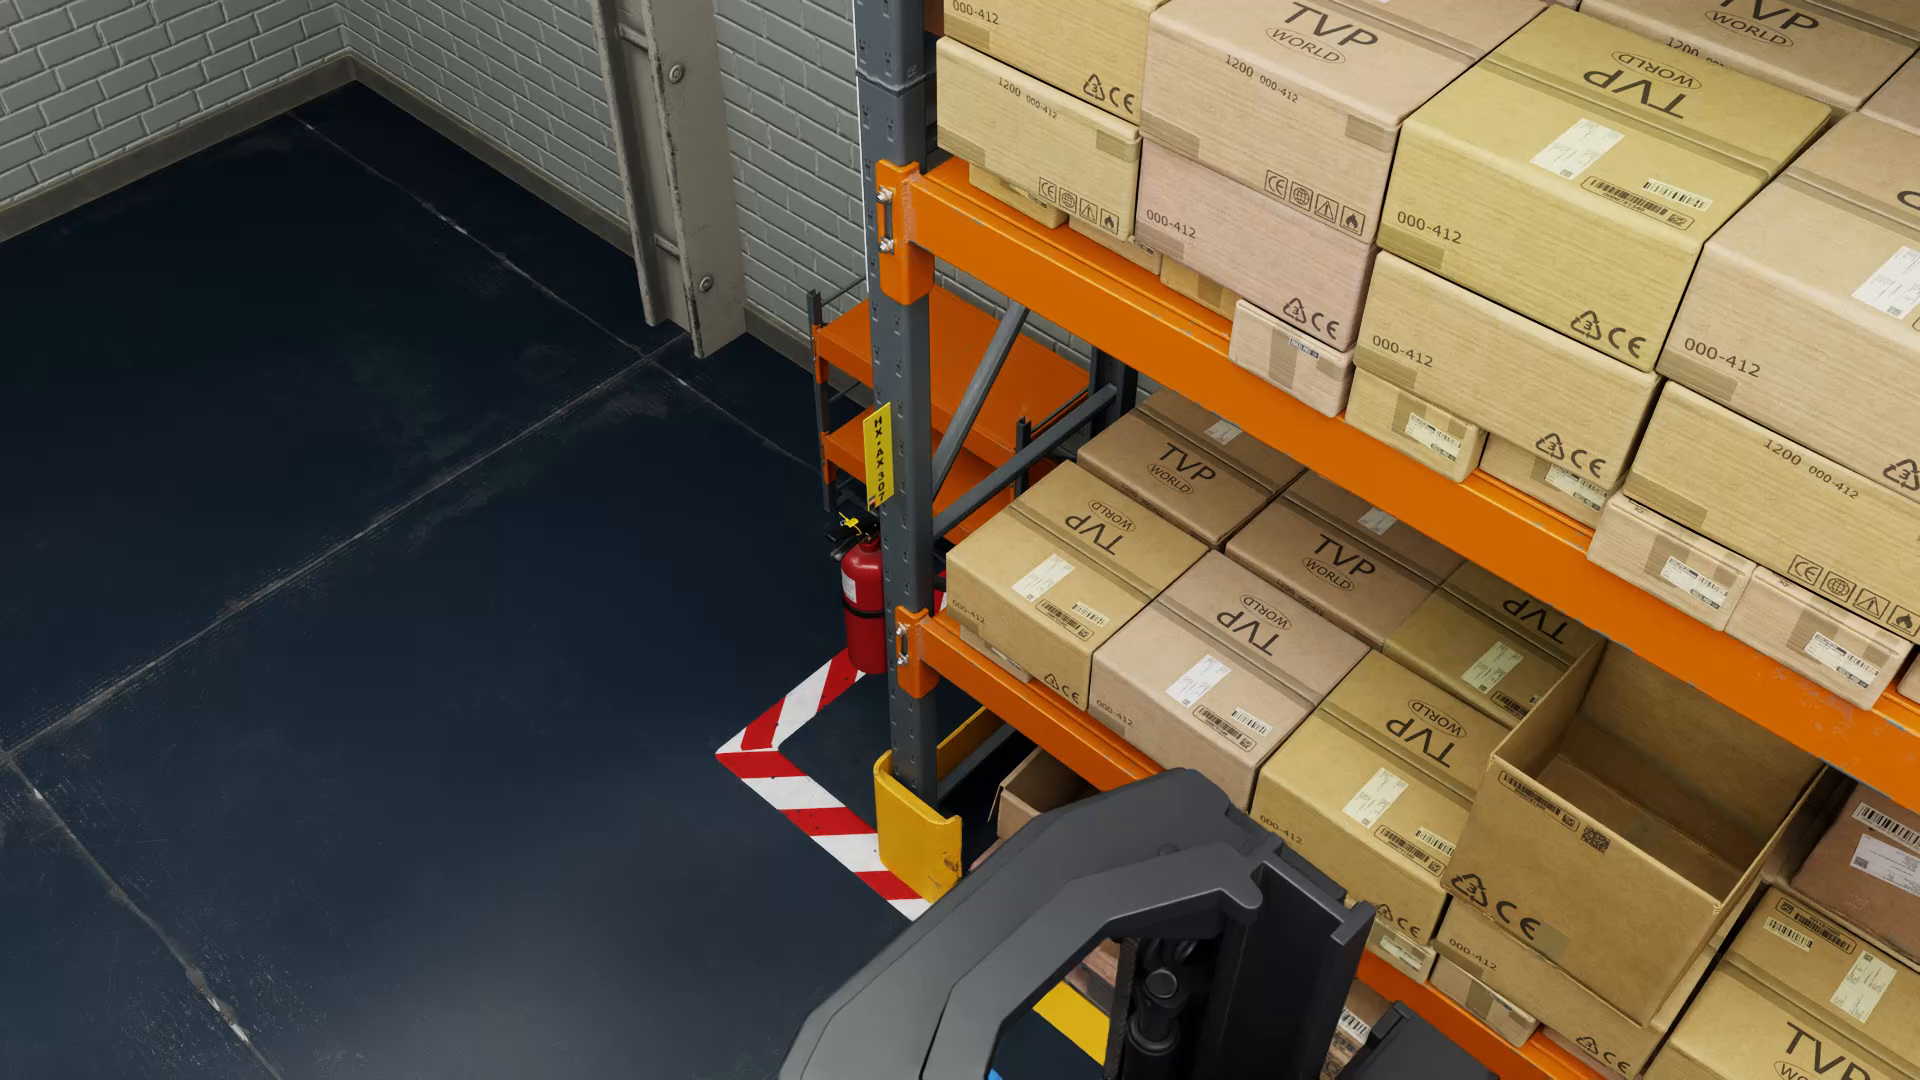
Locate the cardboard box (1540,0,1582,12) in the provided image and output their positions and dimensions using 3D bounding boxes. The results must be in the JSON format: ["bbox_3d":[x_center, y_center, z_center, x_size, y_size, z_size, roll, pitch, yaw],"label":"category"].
[{"bbox_3d":[1.059,-1.128,3.249,0.500,0.250,0.500,32,55,27],"label":"cardboard box"}]

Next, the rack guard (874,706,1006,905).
[{"bbox_3d":[0.217,0.686,5.763,0.348,0.500,1.175,34,55,28],"label":"rack guard"}]

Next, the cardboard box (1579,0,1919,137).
[{"bbox_3d":[1.444,-0.878,3.015,0.500,0.250,0.500,34,56,28],"label":"cardboard box"}]

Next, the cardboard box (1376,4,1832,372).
[{"bbox_3d":[1.056,-0.599,2.753,0.500,0.250,0.500,33,55,27],"label":"cardboard box"}]

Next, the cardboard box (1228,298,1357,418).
[{"bbox_3d":[0.738,-0.436,3.216,0.250,0.149,0.380,35,56,28],"label":"cardboard box"}]

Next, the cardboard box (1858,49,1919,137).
[{"bbox_3d":[1.794,-0.617,2.770,0.500,0.250,0.500,34,55,28],"label":"cardboard box"}]

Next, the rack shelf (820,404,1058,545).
[{"bbox_3d":[-0.005,-0.220,6.520,1.000,0.278,0.538,34,55,28],"label":"rack shelf"}]

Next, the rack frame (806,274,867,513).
[{"bbox_3d":[-0.380,-0.638,6.578,0.032,1.125,0.500,34,55,28],"label":"rack frame"}]

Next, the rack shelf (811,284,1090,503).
[{"bbox_3d":[-0.005,-0.588,6.129,1.000,0.278,0.538,34,55,28],"label":"rack shelf"}]

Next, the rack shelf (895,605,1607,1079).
[{"bbox_3d":[1.631,1.028,4.221,4.000,0.370,1.077,34,55,28],"label":"rack shelf"}]

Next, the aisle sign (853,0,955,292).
[{"bbox_3d":[-0.088,-0.973,3.823,0.004,0.787,0.394,34,55,28],"label":"aisle sign"}]

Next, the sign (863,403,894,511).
[{"bbox_3d":[-0.207,-0.213,4.298,0.005,0.325,0.100,34,55,28],"label":"sign"}]

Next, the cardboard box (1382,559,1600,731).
[{"bbox_3d":[1.418,0.331,4.281,0.500,0.250,0.500,36,56,29],"label":"cardboard box"}]

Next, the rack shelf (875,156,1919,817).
[{"bbox_3d":[1.631,0.001,3.127,4.000,0.370,1.077,34,55,28],"label":"rack shelf"}]

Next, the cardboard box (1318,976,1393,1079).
[{"bbox_3d":[1.148,1.302,4.897,0.700,0.500,0.500,-36,56,-29],"label":"cardboard box"}]

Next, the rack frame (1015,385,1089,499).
[{"bbox_3d":[0.369,-0.137,6.107,0.032,1.125,0.500,34,55,28],"label":"rack frame"}]

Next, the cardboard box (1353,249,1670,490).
[{"bbox_3d":[1.057,-0.418,2.927,0.500,0.250,0.500,32,55,27],"label":"cardboard box"}]

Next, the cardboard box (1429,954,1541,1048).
[{"bbox_3d":[1.337,0.971,3.953,0.250,0.149,0.380,35,56,28],"label":"cardboard box"}]

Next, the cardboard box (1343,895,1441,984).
[{"bbox_3d":[1.129,0.852,4.065,0.250,0.149,0.380,32,55,27],"label":"cardboard box"}]

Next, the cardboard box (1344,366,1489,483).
[{"bbox_3d":[0.935,-0.310,3.098,0.250,0.149,0.380,34,55,28],"label":"cardboard box"}]

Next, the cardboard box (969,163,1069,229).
[{"bbox_3d":[0.237,-0.866,3.620,0.250,0.149,0.380,35,56,28],"label":"cardboard box"}]

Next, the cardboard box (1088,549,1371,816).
[{"bbox_3d":[0.682,0.360,4.253,0.500,0.250,0.500,35,56,28],"label":"cardboard box"}]

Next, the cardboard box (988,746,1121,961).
[{"bbox_3d":[0.546,0.857,5.312,0.637,0.503,0.797,32,54,26],"label":"cardboard box"}]

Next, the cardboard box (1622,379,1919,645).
[{"bbox_3d":[1.453,-0.175,2.698,0.500,0.250,0.500,33,55,27],"label":"cardboard box"}]

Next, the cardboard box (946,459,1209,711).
[{"bbox_3d":[0.312,0.111,4.487,0.500,0.250,0.500,34,56,28],"label":"cardboard box"}]

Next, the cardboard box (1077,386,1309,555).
[{"bbox_3d":[0.679,-0.172,4.753,0.500,0.250,0.500,36,56,29],"label":"cardboard box"}]

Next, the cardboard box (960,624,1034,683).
[{"bbox_3d":[0.216,0.189,4.688,0.250,0.149,0.380,34,55,27],"label":"cardboard box"}]

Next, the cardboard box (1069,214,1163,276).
[{"bbox_3d":[0.448,-0.750,3.511,0.250,0.149,0.380,35,56,28],"label":"cardboard box"}]

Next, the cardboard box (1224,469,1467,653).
[{"bbox_3d":[1.057,0.083,4.513,0.500,0.250,0.500,34,55,28],"label":"cardboard box"}]

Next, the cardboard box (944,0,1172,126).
[{"bbox_3d":[0.317,-1.101,3.225,0.500,0.250,0.500,33,55,27],"label":"cardboard box"}]

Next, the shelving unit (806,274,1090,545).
[{"bbox_3d":[-0.005,-0.387,6.342,1.048,1.125,0.538,34,55,28],"label":"shelving unit"}]

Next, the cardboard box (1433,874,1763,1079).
[{"bbox_3d":[1.447,0.851,3.793,0.500,0.250,0.500,33,55,27],"label":"cardboard box"}]

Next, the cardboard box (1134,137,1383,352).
[{"bbox_3d":[0.689,-0.678,3.170,0.500,0.250,0.500,35,56,28],"label":"cardboard box"}]

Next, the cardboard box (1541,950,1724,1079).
[{"bbox_3d":[1.573,1.062,3.868,0.250,0.149,0.380,34,55,28],"label":"cardboard box"}]

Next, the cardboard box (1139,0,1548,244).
[{"bbox_3d":[0.678,-0.840,2.979,0.500,0.250,0.500,34,55,27],"label":"cardboard box"}]

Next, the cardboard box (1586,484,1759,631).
[{"bbox_3d":[1.298,-0.056,2.859,0.250,0.149,0.380,34,55,28],"label":"cardboard box"}]

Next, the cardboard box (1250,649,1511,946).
[{"bbox_3d":[1.057,0.609,4.019,0.500,0.250,0.500,33,55,27],"label":"cardboard box"}]

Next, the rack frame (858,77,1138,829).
[{"bbox_3d":[0.161,-0.207,4.887,0.127,3.000,1.000,34,55,28],"label":"rack frame"}]

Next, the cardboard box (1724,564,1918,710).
[{"bbox_3d":[1.484,0.065,2.746,0.250,0.149,0.380,35,56,28],"label":"cardboard box"}]

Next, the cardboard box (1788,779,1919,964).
[{"bbox_3d":[2.186,0.585,3.528,0.500,0.500,0.500,32,55,27],"label":"cardboard box"}]

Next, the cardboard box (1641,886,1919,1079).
[{"bbox_3d":[1.825,1.106,3.553,0.500,0.250,0.500,34,55,27],"label":"cardboard box"}]

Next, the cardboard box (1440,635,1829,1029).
[{"bbox_3d":[1.414,0.596,3.517,0.500,0.500,0.500,35,56,28],"label":"cardboard box"}]

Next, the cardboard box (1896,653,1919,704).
[{"bbox_3d":[1.723,0.157,2.659,0.250,0.149,0.380,34,56,28],"label":"cardboard box"}]

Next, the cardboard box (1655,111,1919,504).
[{"bbox_3d":[1.437,-0.352,2.521,0.500,0.250,0.500,35,56,29],"label":"cardboard box"}]

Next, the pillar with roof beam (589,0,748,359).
[{"bbox_3d":[-4.129,-1.770,2.239,0.400,9.000,9.100,34,55,28],"label":"pillar with roof beam"}]

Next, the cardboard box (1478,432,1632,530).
[{"bbox_3d":[1.159,-0.221,3.014,0.250,0.149,0.380,33,55,27],"label":"cardboard box"}]

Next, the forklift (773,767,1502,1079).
[{"bbox_3d":[0.535,1.869,2.985,1.130,2.935,3.031,-36,56,-29],"label":"forklift"}]

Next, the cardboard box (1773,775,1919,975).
[{"bbox_3d":[2.168,0.830,3.812,0.500,0.250,0.500,35,56,28],"label":"cardboard box"}]

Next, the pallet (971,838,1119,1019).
[{"bbox_3d":[0.803,1.179,5.499,1.213,0.211,1.003,34,55,28],"label":"pallet"}]

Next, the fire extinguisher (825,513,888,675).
[{"bbox_3d":[-0.261,0.122,4.887,0.183,0.674,0.296,34,55,28],"label":"fire extinguisher"}]

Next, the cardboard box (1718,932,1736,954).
[{"bbox_3d":[1.876,0.807,4.107,0.250,0.149,0.380,36,56,29],"label":"cardboard box"}]

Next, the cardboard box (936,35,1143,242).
[{"bbox_3d":[0.302,-0.918,3.396,0.500,0.250,0.500,33,55,27],"label":"cardboard box"}]

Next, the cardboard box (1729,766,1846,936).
[{"bbox_3d":[1.802,0.589,4.038,0.500,0.250,0.500,34,55,28],"label":"cardboard box"}]

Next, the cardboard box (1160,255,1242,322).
[{"bbox_3d":[0.625,-0.614,3.384,0.250,0.149,0.380,34,56,28],"label":"cardboard box"}]

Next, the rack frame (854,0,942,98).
[{"bbox_3d":[0.161,-2.260,2.700,0.127,3.000,1.000,34,55,28],"label":"rack frame"}]
